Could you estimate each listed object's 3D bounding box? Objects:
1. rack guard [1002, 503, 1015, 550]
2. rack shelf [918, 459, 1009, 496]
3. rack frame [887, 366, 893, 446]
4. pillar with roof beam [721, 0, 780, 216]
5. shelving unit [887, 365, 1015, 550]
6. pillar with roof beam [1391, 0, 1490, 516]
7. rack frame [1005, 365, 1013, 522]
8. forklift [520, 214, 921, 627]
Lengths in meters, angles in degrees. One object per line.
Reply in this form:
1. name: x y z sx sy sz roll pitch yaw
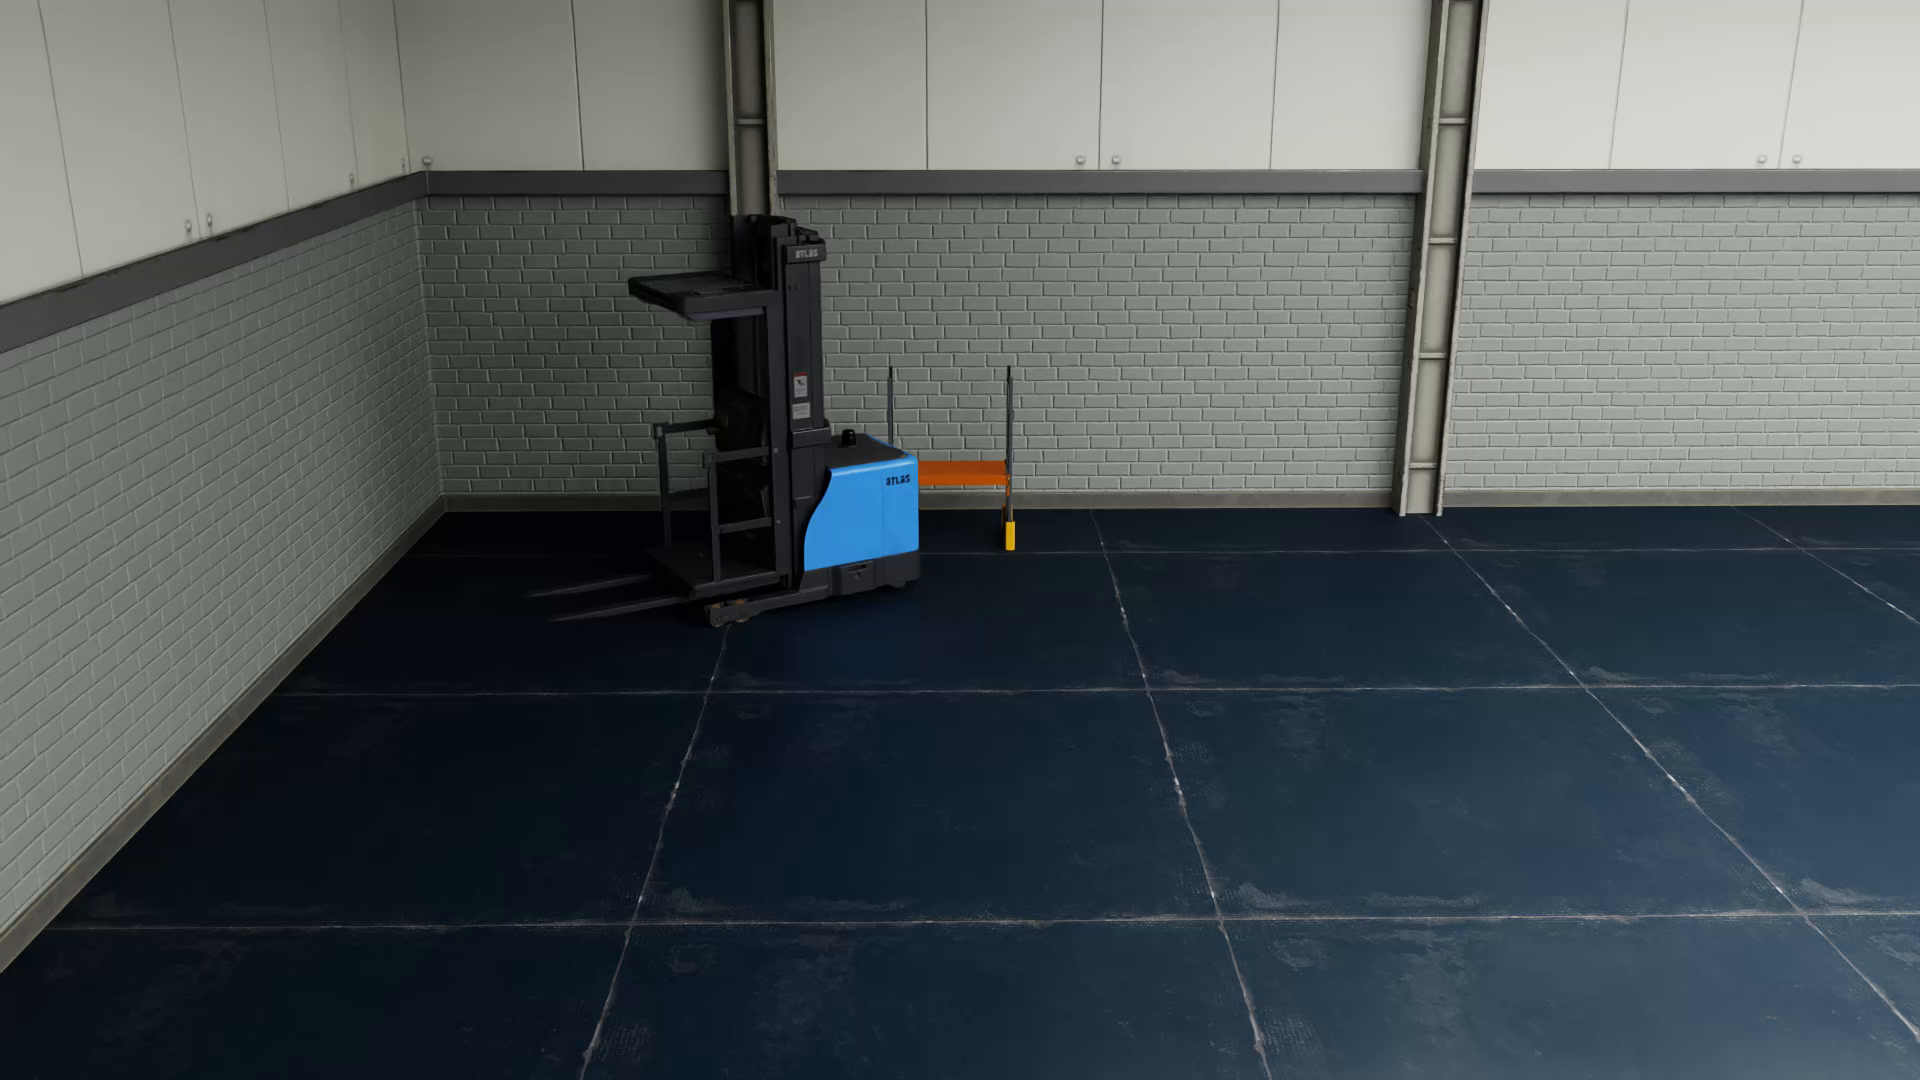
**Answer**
1. rack guard: 0.422 -0.121 14.516 0.087 0.250 0.587 0 18 -1
2. rack shelf: -0.085 -0.542 14.372 1.000 0.185 0.538 0 18 -1
3. rack frame: -0.594 -0.711 14.310 0.032 1.500 0.500 0 18 -1
4. pillar with roof beam: -1.712 -3.210 9.822 0.400 9.000 9.100 0 18 -1
5. shelving unit: -0.076 -0.714 14.317 1.083 1.500 0.587 0 18 -1
6. pillar with roof beam: 4.287 -3.239 9.913 0.400 9.000 9.100 0 18 -1
7. rack frame: 0.423 -0.716 14.325 0.032 1.500 0.500 0 18 -1
8. forklift: -1.847 -0.923 12.628 3.031 2.935 1.130 -10 20 -29
